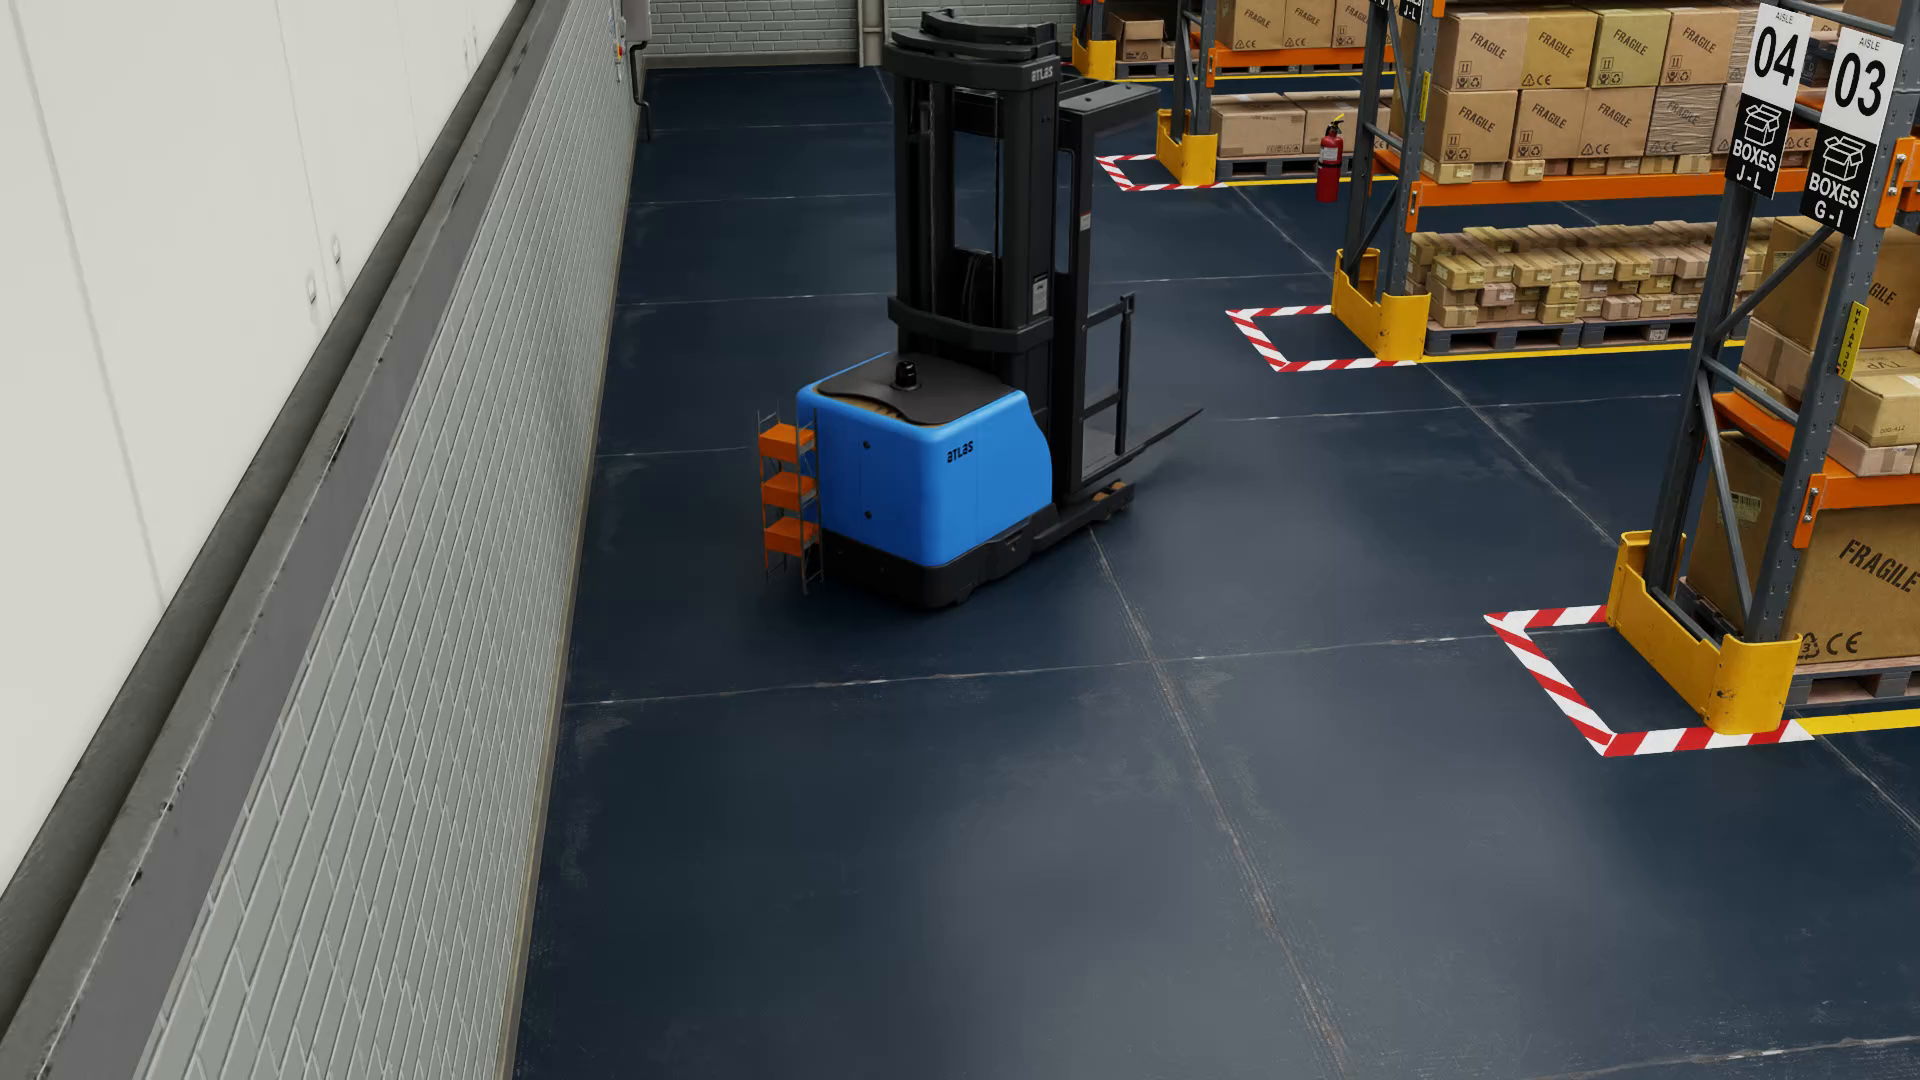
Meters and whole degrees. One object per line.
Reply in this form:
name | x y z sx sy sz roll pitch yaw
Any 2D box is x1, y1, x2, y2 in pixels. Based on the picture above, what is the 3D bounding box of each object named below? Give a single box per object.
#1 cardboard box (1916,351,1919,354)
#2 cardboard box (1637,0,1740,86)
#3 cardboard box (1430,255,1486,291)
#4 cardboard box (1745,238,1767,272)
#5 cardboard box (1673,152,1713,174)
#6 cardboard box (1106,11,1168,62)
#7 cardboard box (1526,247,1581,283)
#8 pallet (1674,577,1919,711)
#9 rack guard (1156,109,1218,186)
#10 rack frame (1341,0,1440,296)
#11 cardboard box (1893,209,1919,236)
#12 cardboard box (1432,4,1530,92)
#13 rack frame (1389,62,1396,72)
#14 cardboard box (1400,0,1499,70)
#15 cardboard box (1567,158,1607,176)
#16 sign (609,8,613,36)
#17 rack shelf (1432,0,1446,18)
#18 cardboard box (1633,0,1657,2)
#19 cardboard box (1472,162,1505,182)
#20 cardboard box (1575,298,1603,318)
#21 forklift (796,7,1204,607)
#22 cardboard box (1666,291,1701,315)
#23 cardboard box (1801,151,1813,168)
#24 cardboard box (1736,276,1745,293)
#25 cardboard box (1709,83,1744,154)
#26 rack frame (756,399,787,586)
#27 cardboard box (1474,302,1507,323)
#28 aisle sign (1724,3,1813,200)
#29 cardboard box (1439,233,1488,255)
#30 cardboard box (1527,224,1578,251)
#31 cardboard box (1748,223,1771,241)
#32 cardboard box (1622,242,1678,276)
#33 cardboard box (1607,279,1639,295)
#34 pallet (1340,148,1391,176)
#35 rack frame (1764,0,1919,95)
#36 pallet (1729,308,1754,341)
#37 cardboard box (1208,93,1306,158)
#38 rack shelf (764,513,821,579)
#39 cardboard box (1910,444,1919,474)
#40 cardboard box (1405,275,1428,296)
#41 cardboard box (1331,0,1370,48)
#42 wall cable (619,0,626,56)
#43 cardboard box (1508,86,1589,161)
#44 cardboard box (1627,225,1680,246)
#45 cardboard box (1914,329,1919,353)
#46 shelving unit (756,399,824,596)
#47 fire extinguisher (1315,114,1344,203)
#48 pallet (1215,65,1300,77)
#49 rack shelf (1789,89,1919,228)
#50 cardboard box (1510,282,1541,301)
cardboard box | 4.750 -0.686 7.639 0.500 0.250 0.500 -4 27 -8
cardboard box | 5.134 -3.546 11.845 0.500 0.500 0.500 -5 28 -9
cardboard box | 3.698 -1.987 12.348 0.250 0.149 0.380 -5 28 -9
cardboard box | 6.016 -2.187 12.737 0.250 0.149 0.380 -3 27 -5
cardboard box | 5.304 -2.811 12.217 0.250 0.149 0.380 -3 27 -6
cardboard box | 2.266 -6.471 21.351 0.637 0.503 0.797 -5 28 -9
cardboard box | 4.456 -2.070 12.510 0.250 0.149 0.380 -5 28 -10
pallet | 4.504 0.479 8.585 1.213 0.211 1.003 -4 27 -7
rack guard | 2.318 -4.042 17.079 0.348 0.500 1.175 -4 27 -7
rack frame | 3.132 -2.924 12.163 0.127 3.000 1.000 -4 27 -7
cardboard box | 7.791 -2.414 13.447 0.500 0.500 0.500 -4 27 -8
cardboard box | 3.613 -3.454 11.666 0.500 0.500 0.500 -4 27 -7
rack frame | 5.608 -7.653 21.380 0.127 3.000 1.000 -4 27 -7
cardboard box | 3.550 -3.687 12.120 0.500 0.500 0.500 -4 27 -8
cardboard box | 4.528 -2.797 12.191 0.250 0.149 0.380 -4 27 -8
sign | -3.292 -4.881 15.680 0.001 0.218 0.327 -4 27 -7
rack shelf | 5.112 -4.066 11.890 4.000 0.370 1.077 -4 27 -7
cardboard box | 5.089 -3.792 12.323 0.500 0.500 0.500 -5 28 -9
cardboard box | 3.745 -2.720 12.040 0.250 0.149 0.380 -3 27 -5
cardboard box | 4.696 -1.830 12.693 0.250 0.149 0.380 -4 27 -7
forklift | 0.408 -1.548 9.556 1.130 2.935 3.031 20 33 34
cardboard box | 5.459 -1.866 12.763 0.250 0.149 0.380 -3 27 -6
cardboard box | 6.330 -2.887 12.366 0.250 0.149 0.380 -3 27 -5
cardboard box | 5.784 -2.021 12.740 0.250 0.149 0.380 -3 27 -6
cardboard box | 5.646 -3.133 12.135 0.500 0.500 0.500 -4 27 -7
rack frame | -1.027 -0.252 9.090 0.008 1.050 0.200 13 30 24
cardboard box | 3.943 -1.785 12.605 0.250 0.149 0.380 -4 27 -7
aisle sign | 3.610 -1.963 7.442 0.004 0.787 0.394 -4 27 -7
cardboard box | 3.878 -2.245 12.852 0.250 0.149 0.380 -3 27 -6
cardboard box | 4.640 -2.349 13.054 0.250 0.149 0.380 -3 27 -5
cardboard box | 6.198 -2.404 13.161 0.250 0.149 0.380 -4 27 -8
cardboard box | 5.234 -2.139 12.644 0.250 0.149 0.380 -4 27 -7
cardboard box | 4.977 -2.003 12.704 0.250 0.149 0.380 -2 27 -4
pallet | 4.328 -4.077 17.465 1.213 0.211 1.003 -4 27 -7
rack frame | 3.723 -3.345 6.411 0.127 3.000 1.000 -4 27 -7
pallet | 6.433 -1.879 13.181 1.213 0.211 1.003 -4 27 -7
cardboard box | 2.982 -4.289 17.171 0.875 0.438 0.875 -5 28 -9
rack shelf | -0.919 0.031 9.171 0.240 0.259 0.215 13 30 24
cardboard box | 4.374 -0.454 7.624 0.250 0.149 0.380 -4 27 -8
cardboard box | 3.624 -1.970 12.967 0.250 0.149 0.380 -3 27 -6
cardboard box | 3.861 -5.170 16.430 0.500 0.500 0.500 -4 27 -7
wall cable | -3.447 -5.879 16.808 0.122 1.984 0.588 -4 27 -7
cardboard box | 4.141 -3.050 11.973 0.500 0.500 0.500 -4 27 -7
cardboard box | 5.421 -2.343 13.043 0.250 0.149 0.380 -5 28 -9
cardboard box | 4.731 -1.015 7.459 0.500 0.500 0.500 -4 27 -8
shelving unit | -0.919 -0.226 9.040 0.252 1.050 0.215 13 30 24
fire extinguisher | 2.818 -2.916 12.641 0.183 0.674 0.296 -4 27 -7
pallet | 3.717 -6.290 21.778 1.213 0.211 1.003 -4 27 -7
rack shelf | 5.703 -1.817 7.508 4.000 0.370 1.077 -4 27 -7
cardboard box | 4.196 -1.940 12.581 0.250 0.149 0.380 -3 27 -6
